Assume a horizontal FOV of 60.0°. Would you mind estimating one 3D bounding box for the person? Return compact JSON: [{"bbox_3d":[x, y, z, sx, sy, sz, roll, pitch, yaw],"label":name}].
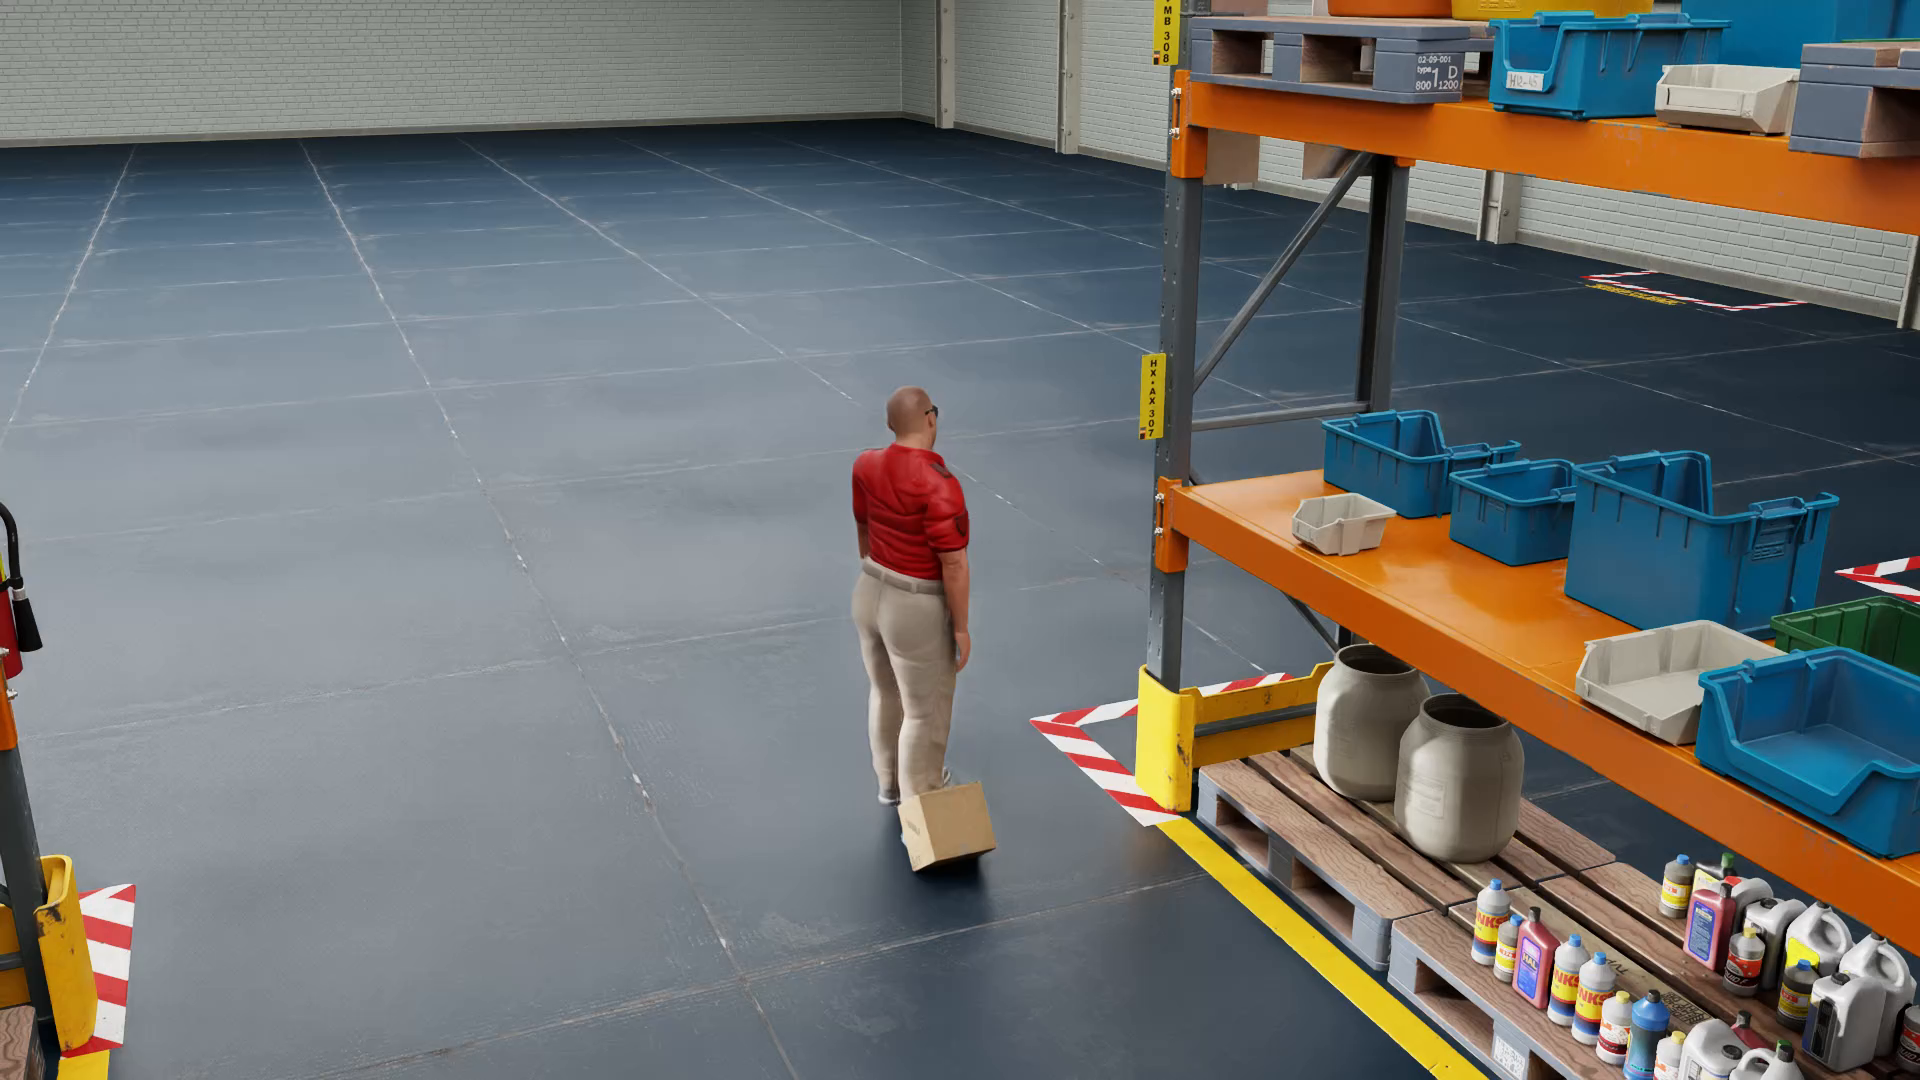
[{"bbox_3d":[-0.128,0.265,6.229,0.481,1.738,0.583,-18,25,-42],"label":"person"}]
